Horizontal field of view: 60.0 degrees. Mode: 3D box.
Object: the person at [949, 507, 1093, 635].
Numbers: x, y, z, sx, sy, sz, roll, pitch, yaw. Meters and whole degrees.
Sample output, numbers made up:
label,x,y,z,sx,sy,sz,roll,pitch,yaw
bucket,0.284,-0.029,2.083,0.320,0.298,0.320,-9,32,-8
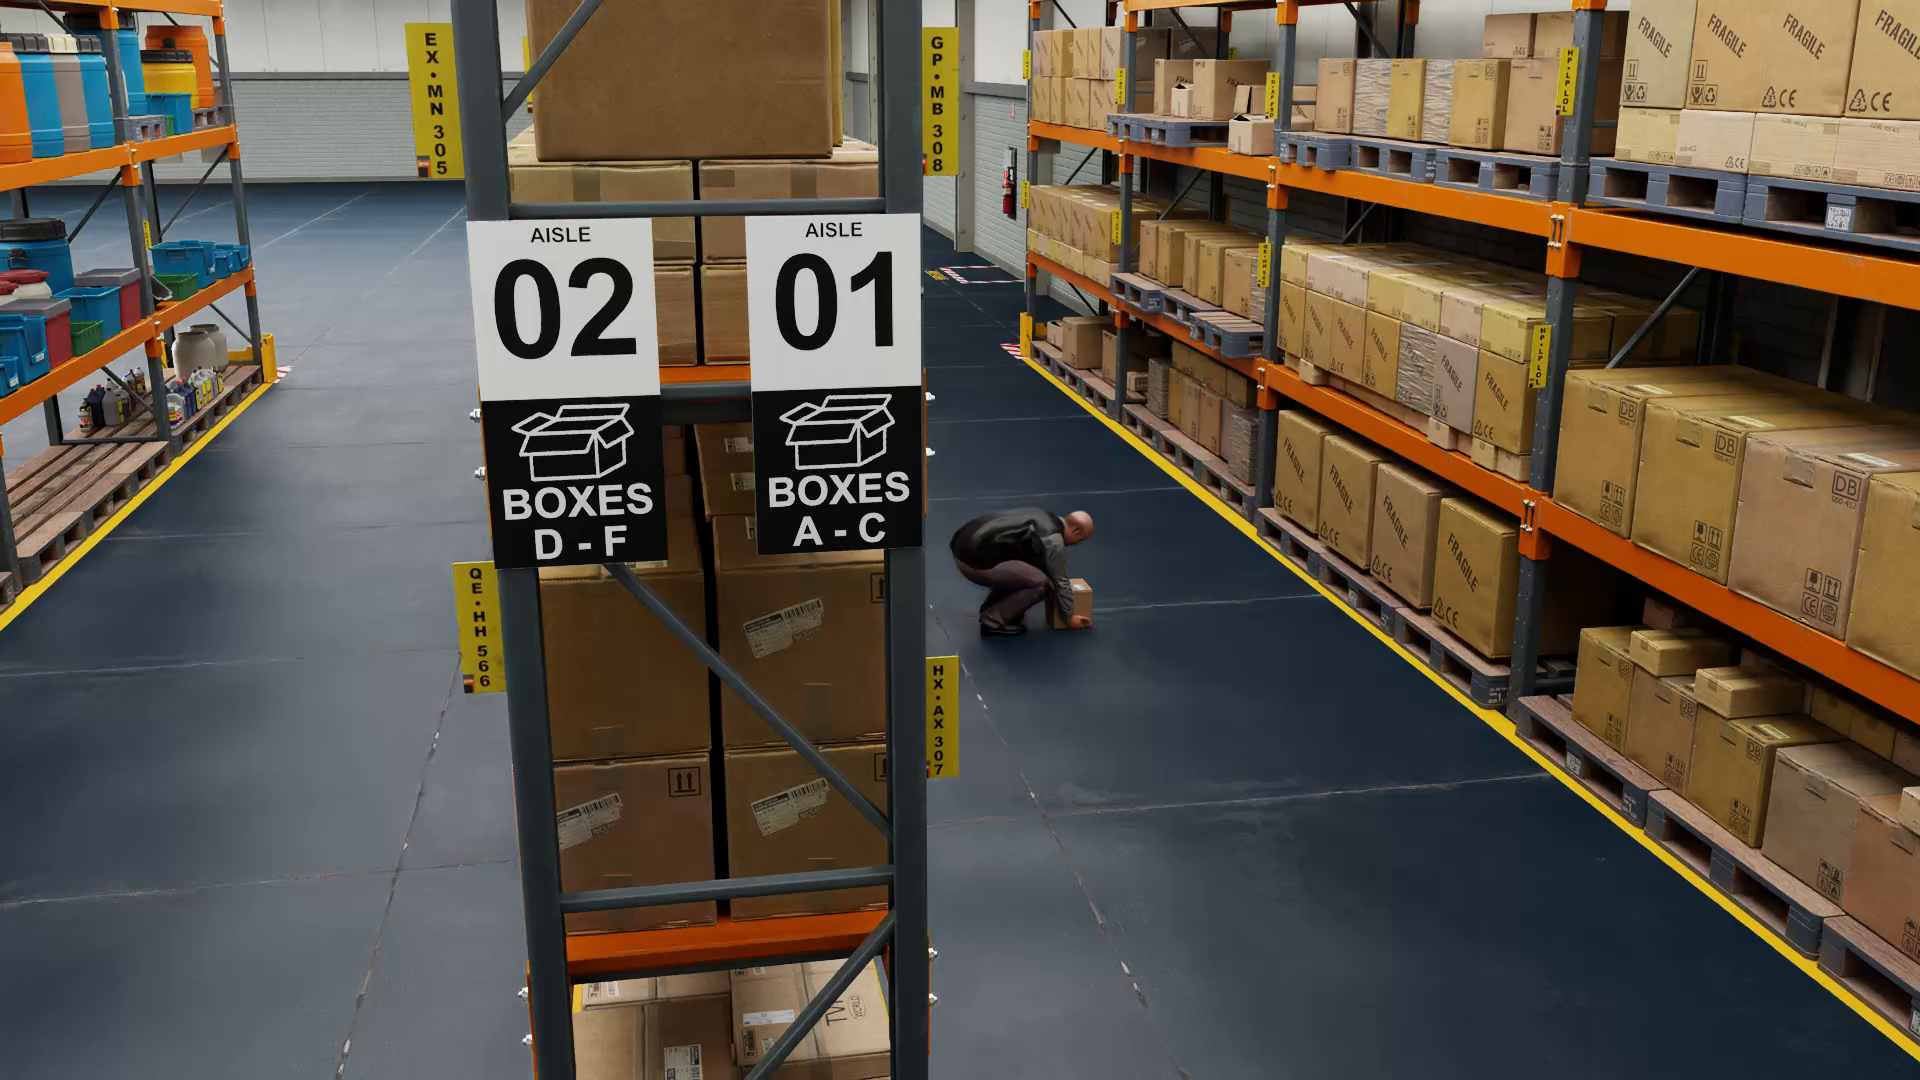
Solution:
label,x,y,z,sx,sy,sz,roll,pitch,yaw
person,0.405,0.187,10.665,0.938,0.791,0.505,-3,17,-12
